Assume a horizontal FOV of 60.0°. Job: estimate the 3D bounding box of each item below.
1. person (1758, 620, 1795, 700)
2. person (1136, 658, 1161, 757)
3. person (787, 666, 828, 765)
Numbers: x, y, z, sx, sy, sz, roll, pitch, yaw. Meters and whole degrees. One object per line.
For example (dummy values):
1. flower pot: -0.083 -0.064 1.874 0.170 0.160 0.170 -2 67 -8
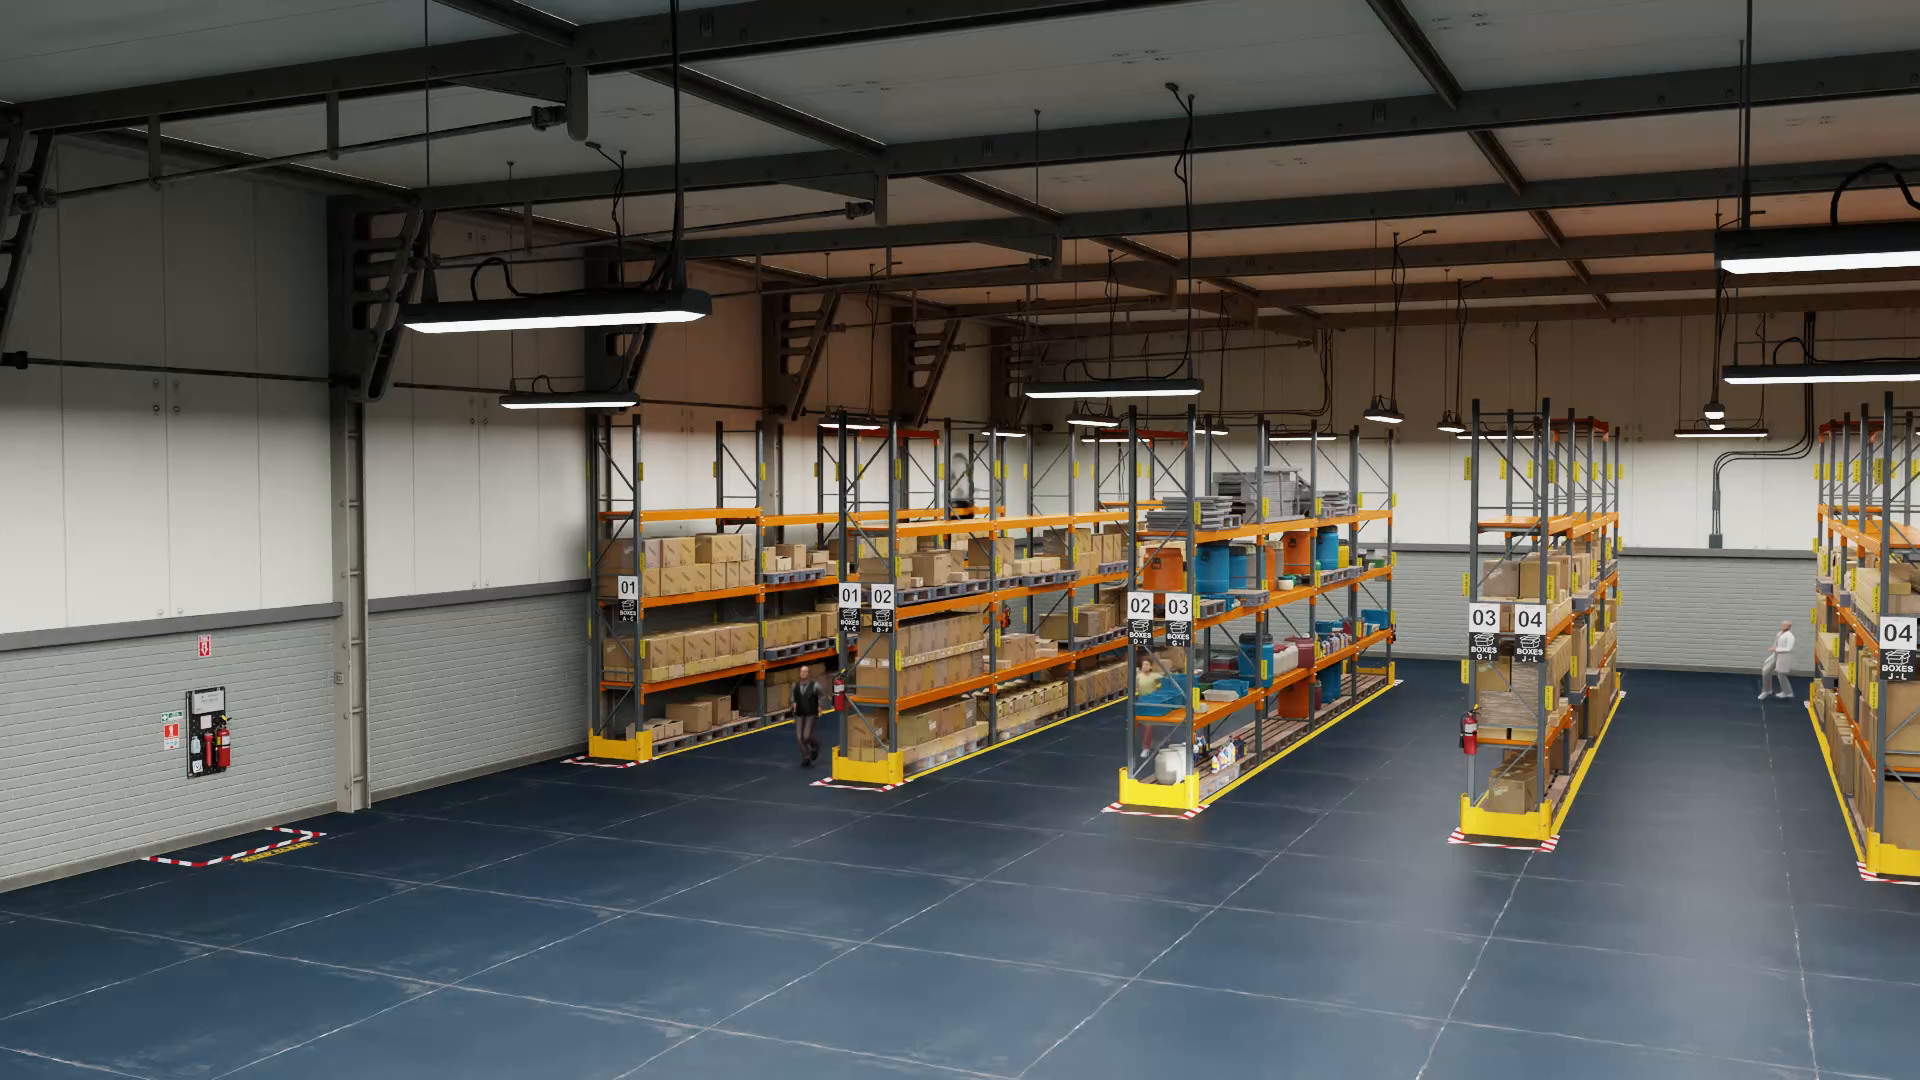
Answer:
1. person: 17.920 2.628 36.258 0.802 1.766 0.690 0 2 -11
2. person: 3.305 2.935 29.412 0.561 1.691 0.908 1 3 26
3. person: -2.635 2.994 28.252 0.662 1.681 0.568 1 2 14
